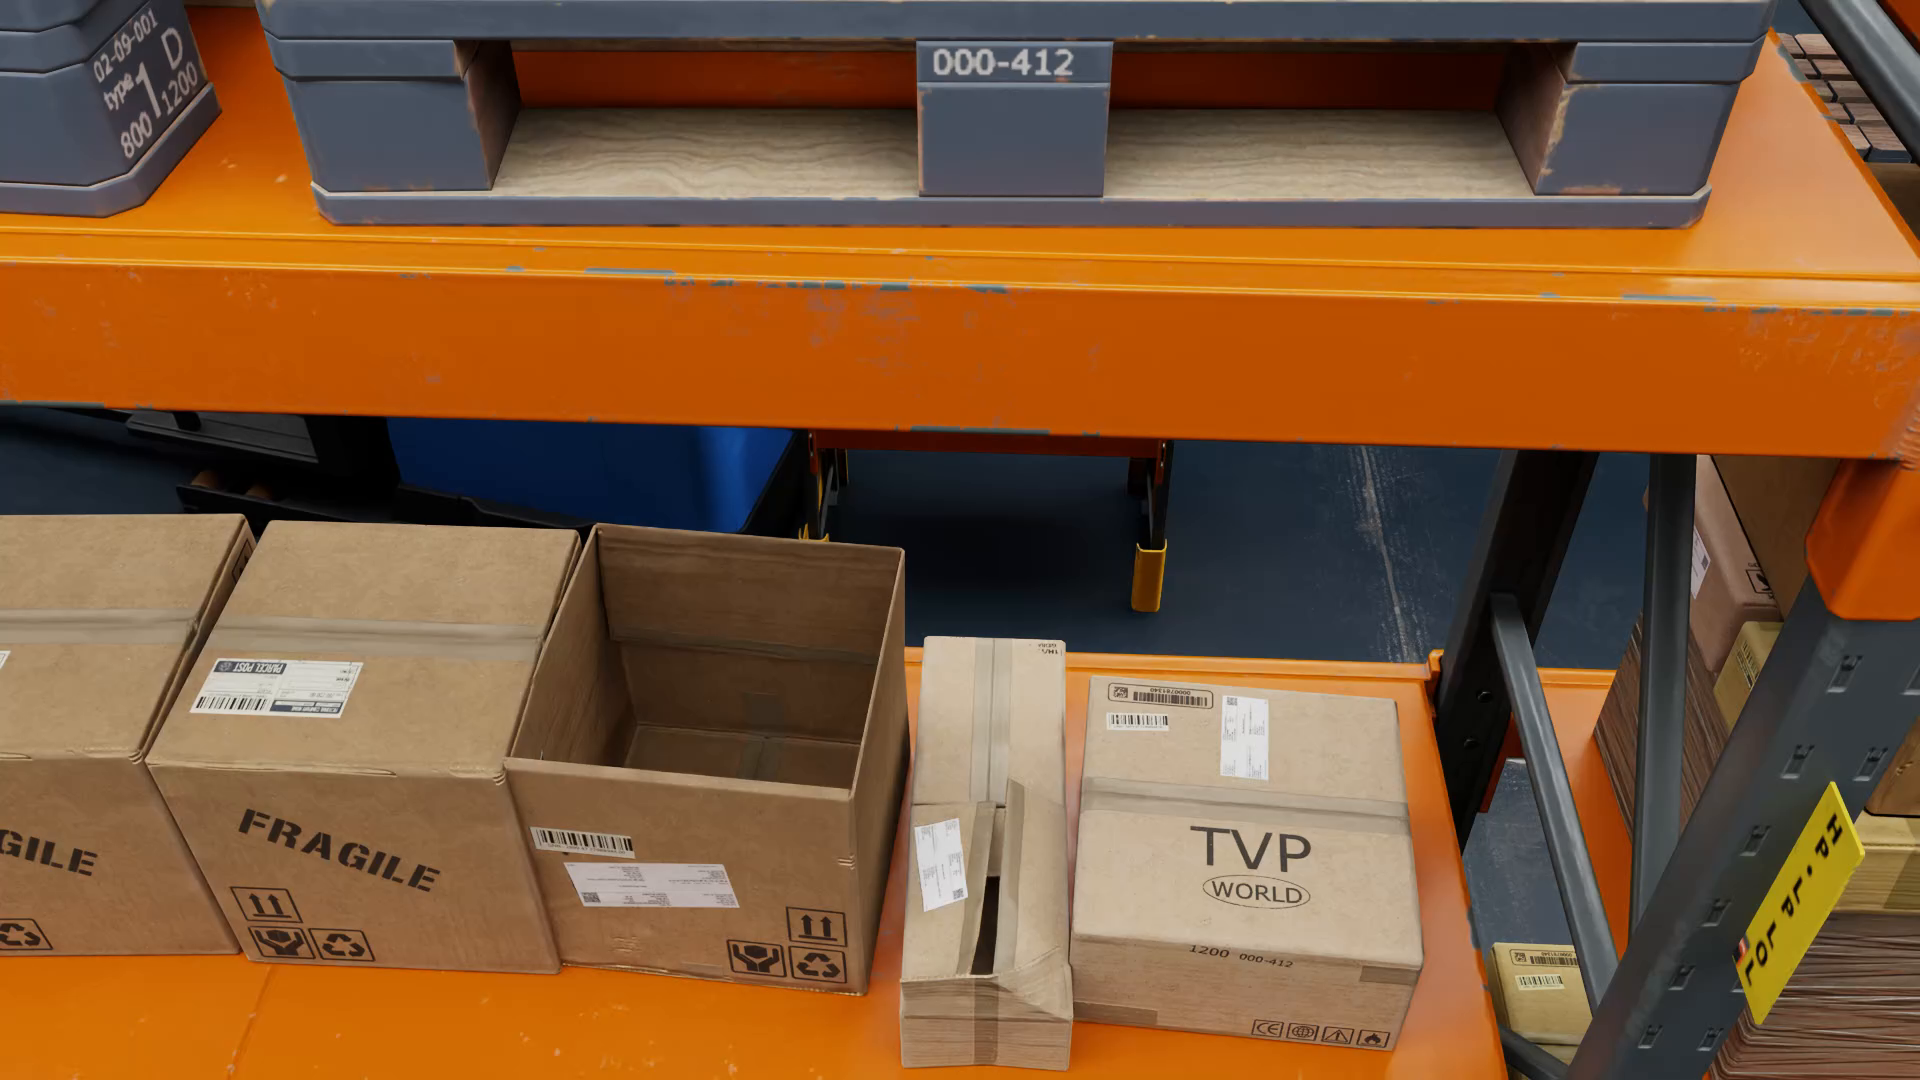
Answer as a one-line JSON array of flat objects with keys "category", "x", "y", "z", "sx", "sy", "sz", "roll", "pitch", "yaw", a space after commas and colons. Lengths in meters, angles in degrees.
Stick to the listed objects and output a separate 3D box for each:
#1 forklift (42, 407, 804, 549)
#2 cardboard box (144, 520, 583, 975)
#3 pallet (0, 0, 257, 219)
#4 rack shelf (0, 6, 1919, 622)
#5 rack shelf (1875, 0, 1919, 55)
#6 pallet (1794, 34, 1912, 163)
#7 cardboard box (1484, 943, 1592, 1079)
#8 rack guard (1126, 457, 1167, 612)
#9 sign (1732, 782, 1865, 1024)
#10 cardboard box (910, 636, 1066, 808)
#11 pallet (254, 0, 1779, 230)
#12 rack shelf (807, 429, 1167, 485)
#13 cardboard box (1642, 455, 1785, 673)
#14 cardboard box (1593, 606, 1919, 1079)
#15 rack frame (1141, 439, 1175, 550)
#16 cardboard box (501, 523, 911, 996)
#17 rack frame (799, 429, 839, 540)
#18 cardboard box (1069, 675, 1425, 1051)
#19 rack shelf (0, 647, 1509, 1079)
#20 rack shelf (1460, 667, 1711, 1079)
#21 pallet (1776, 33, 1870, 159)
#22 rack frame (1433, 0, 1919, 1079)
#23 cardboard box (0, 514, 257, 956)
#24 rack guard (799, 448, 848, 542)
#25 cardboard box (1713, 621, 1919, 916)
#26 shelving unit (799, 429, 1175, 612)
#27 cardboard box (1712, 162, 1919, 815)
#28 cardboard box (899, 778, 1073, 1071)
[{"category": "forklift", "x": -1.969, "y": -1.431, "z": 4.636, "sx": 3.031, "sy": 2.935, "sz": 1.130, "roll": 11, "pitch": 44, "yaw": 11}, {"category": "cardboard box", "x": -0.864, "y": 0.324, "z": 2.628, "sx": 0.500, "sy": 0.500, "sz": 0.500, "roll": 2, "pitch": 43, "yaw": 2}, {"category": "pallet", "x": -1.267, "y": -0.732, "z": 1.773, "sx": 1.213, "sy": 0.211, "sz": 1.003, "roll": 4, "pitch": 43, "yaw": 4}, {"category": "rack shelf", "x": -1.069, "y": -0.469, "z": 1.879, "sx": 4.000, "sy": 0.370, "sz": 1.077, "roll": 2, "pitch": 43, "yaw": 2}, {"category": "rack shelf", "x": 2.927, "y": -0.346, "z": 1.748, "sx": 4.000, "sy": 0.370, "sz": 1.077, "roll": 2, "pitch": 43, "yaw": 2}, {"category": "pallet", "x": 4.263, "y": -1.801, "z": 7.029, "sx": 1.213, "sy": 0.211, "sz": 1.003, "roll": 2, "pitch": 43, "yaw": 2}, {"category": "cardboard box", "x": 1.402, "y": 1.145, "z": 3.529, "sx": 0.500, "sy": 0.250, "sz": 0.500, "roll": 2, "pitch": 43, "yaw": 2}, {"category": "rack guard", "x": 0.574, "y": -0.074, "z": 5.146, "sx": 0.087, "sy": 0.250, "sz": 0.587, "roll": 2, "pitch": 43, "yaw": 2}, {"category": "sign", "x": 0.915, "y": 0.402, "z": 1.826, "sx": 0.005, "sy": 0.325, "sz": 0.100, "roll": 2, "pitch": 43, "yaw": 2}, {"category": "cardboard box", "x": 0.053, "y": 0.353, "z": 2.855, "sx": 0.250, "sy": 0.149, "sz": 0.380, "roll": 2, "pitch": 43, "yaw": 2}, {"category": "pallet", "x": 0.048, "y": -0.619, "z": 1.653, "sx": 1.217, "sy": 0.209, "sz": 0.805, "roll": 0, "pitch": 43, "yaw": 0}, {"category": "rack shelf", "x": 0.085, "y": -0.415, "z": 4.859, "sx": 1.000, "sy": 0.185, "sz": 0.538, "roll": 2, "pitch": 43, "yaw": 2}, {"category": "cardboard box", "x": 1.211, "y": 0.016, "z": 2.483, "sx": 0.250, "sy": 0.149, "sz": 0.380, "roll": 2, "pitch": 43, "yaw": 2}, {"category": "cardboard box", "x": 1.373, "y": 0.400, "z": 2.547, "sx": 0.500, "sy": 0.500, "sz": 0.700, "roll": 1, "pitch": 43, "yaw": 1}, {"category": "rack frame", "x": 0.593, "y": -0.531, "z": 4.719, "sx": 0.032, "sy": 1.500, "sz": 0.500, "roll": 2, "pitch": 43, "yaw": 2}, {"category": "cardboard box", "x": -0.363, "y": 0.340, "z": 2.611, "sx": 0.500, "sy": 0.500, "sz": 0.500, "roll": 5, "pitch": 43, "yaw": 5}, {"category": "rack frame", "x": -0.423, "y": -0.562, "z": 4.753, "sx": 0.032, "sy": 1.500, "sz": 0.500, "roll": 2, "pitch": 43, "yaw": 2}, {"category": "cardboard box", "x": 0.435, "y": 0.497, "z": 2.626, "sx": 0.500, "sy": 0.250, "sz": 0.500, "roll": 4, "pitch": 43, "yaw": 5}, {"category": "rack shelf", "x": -1.069, "y": 0.629, "z": 2.902, "sx": 4.000, "sy": 0.370, "sz": 1.077, "roll": 2, "pitch": 43, "yaw": 2}, {"category": "rack shelf", "x": 2.927, "y": 0.752, "z": 2.770, "sx": 4.000, "sy": 0.370, "sz": 1.077, "roll": 2, "pitch": 43, "yaw": 2}, {"category": "pallet", "x": 3.047, "y": -1.841, "z": 7.071, "sx": 1.213, "sy": 0.211, "sz": 1.003, "roll": 2, "pitch": 43, "yaw": 2}, {"category": "rack frame", "x": 0.929, "y": 0.427, "z": 2.591, "sx": 0.127, "sy": 3.000, "sz": 1.000, "roll": 2, "pitch": 43, "yaw": 2}, {"category": "cardboard box", "x": -1.390, "y": 0.308, "z": 2.645, "sx": 0.500, "sy": 0.500, "sz": 0.500, "roll": 0, "pitch": 43, "yaw": 0}, {"category": "rack guard", "x": -0.421, "y": -0.104, "z": 5.179, "sx": 0.087, "sy": 0.250, "sz": 0.587, "roll": 2, "pitch": 43, "yaw": 2}, {"category": "cardboard box", "x": 1.189, "y": 0.293, "z": 2.185, "sx": 0.250, "sy": 0.149, "sz": 0.380, "roll": 2, "pitch": 43, "yaw": 2}, {"category": "shelving unit", "x": 0.076, "y": -0.546, "z": 4.736, "sx": 1.083, "sy": 1.500, "sz": 0.587, "roll": 2, "pitch": 43, "yaw": 2}, {"category": "cardboard box", "x": 1.373, "y": -0.075, "z": 2.104, "sx": 0.500, "sy": 0.500, "sz": 0.700, "roll": 2, "pitch": 43, "yaw": 2}, {"category": "cardboard box", "x": 0.043, "y": 0.574, "z": 2.531, "sx": 0.258, "sy": 0.266, "sz": 0.396, "roll": 1, "pitch": 43, "yaw": 1}]
